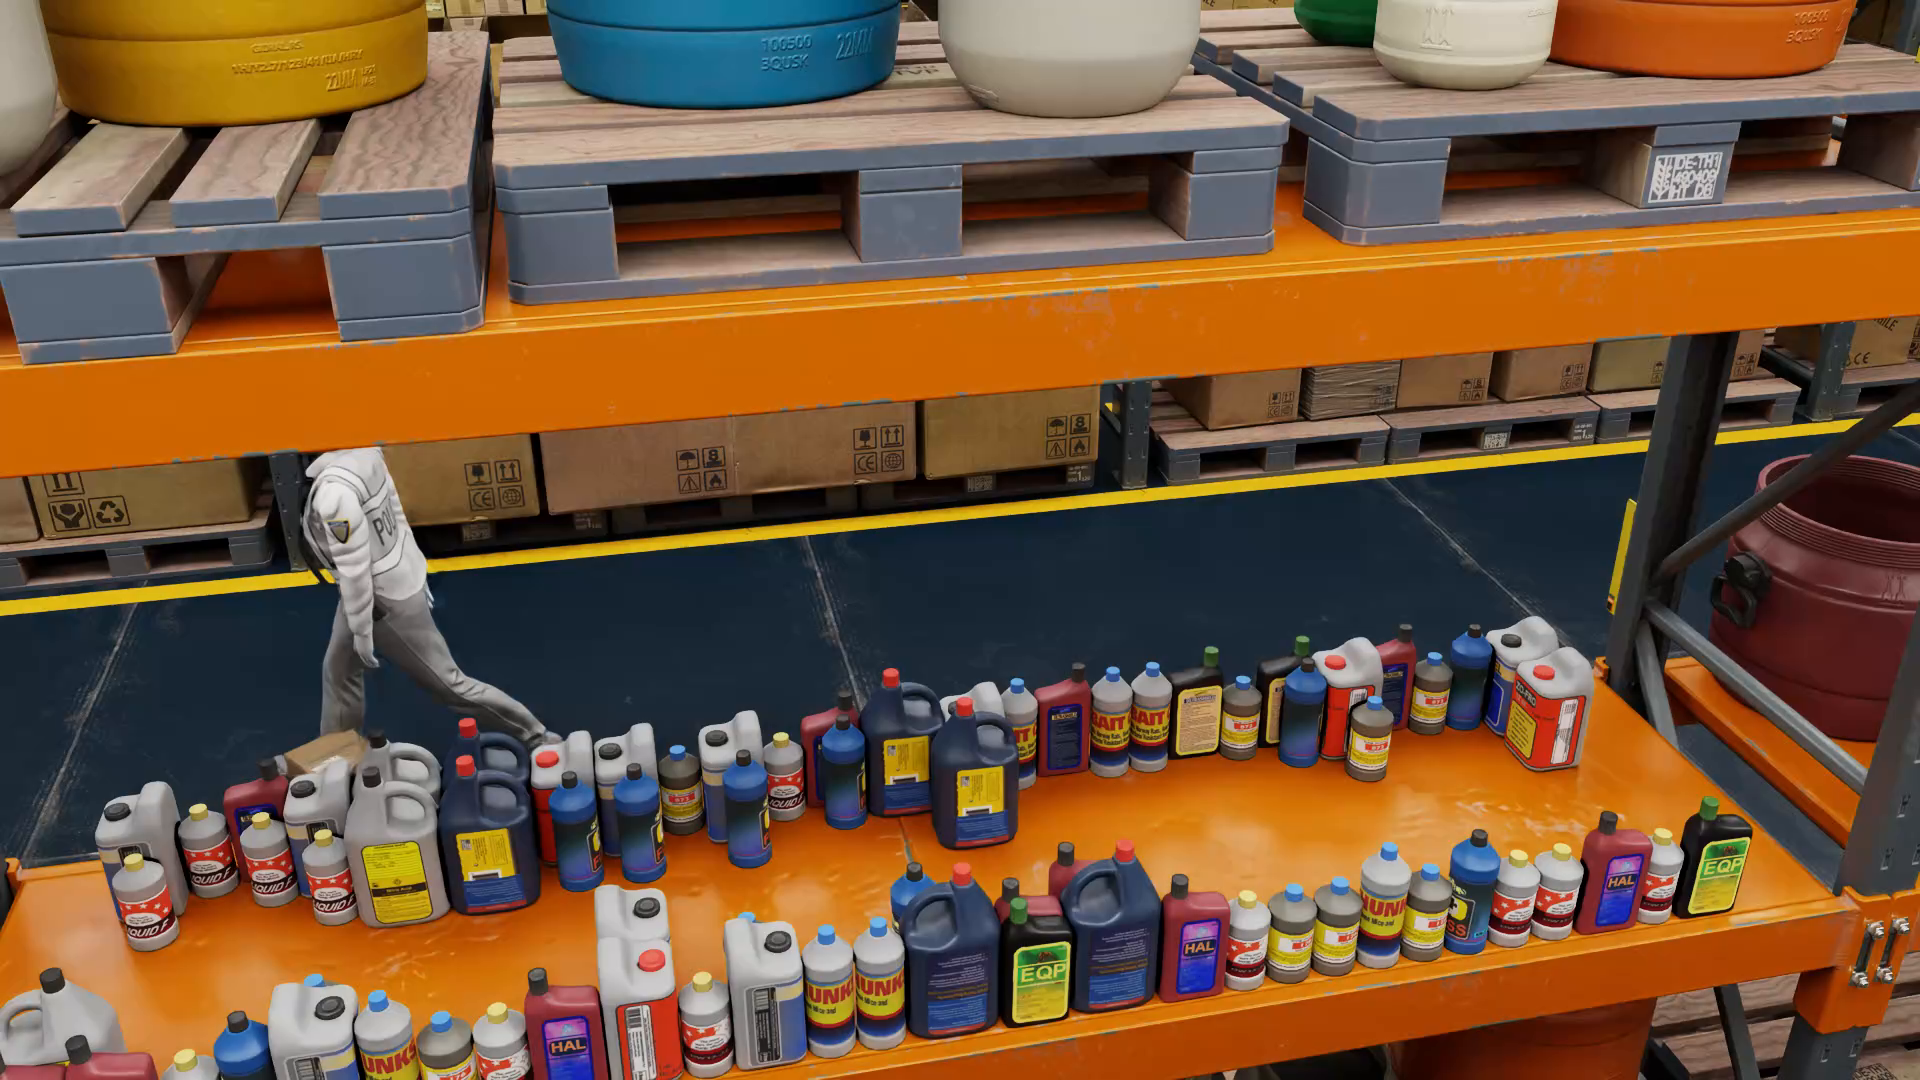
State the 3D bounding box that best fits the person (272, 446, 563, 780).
[{"bbox_3d":[-1.986,0.193,5.766,1.091,1.608,0.488,-5,27,-10],"label":"person"}]
